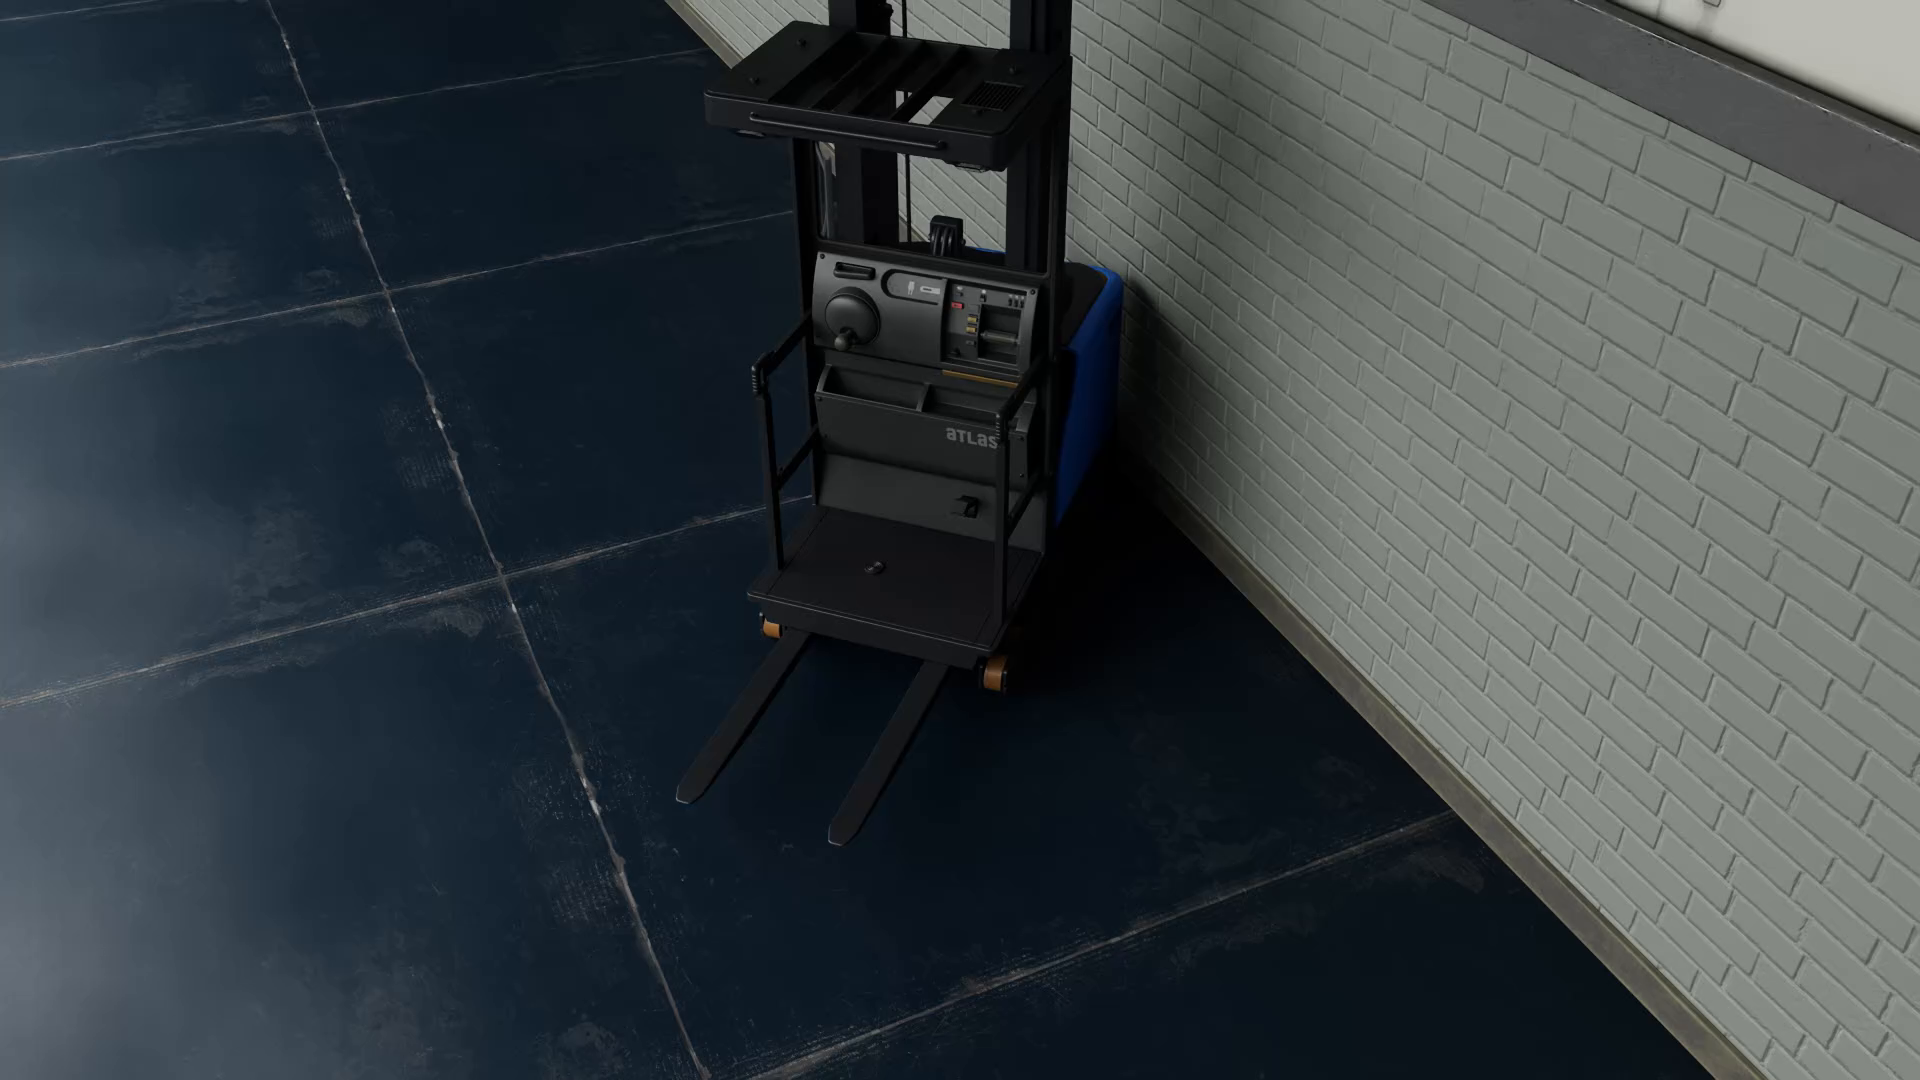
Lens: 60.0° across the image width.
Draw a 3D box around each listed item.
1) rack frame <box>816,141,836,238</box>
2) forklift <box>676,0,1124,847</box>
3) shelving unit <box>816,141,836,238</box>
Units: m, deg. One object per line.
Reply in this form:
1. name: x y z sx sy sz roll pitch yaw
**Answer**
1. rack frame: -0.646 -1.269 8.201 0.032 1.500 0.500 -7 37 -9
2. forklift: -0.214 -0.825 6.403 1.130 2.935 3.031 12 38 16
3. shelving unit: -0.148 -1.328 8.281 1.048 1.500 0.538 -7 37 -9
